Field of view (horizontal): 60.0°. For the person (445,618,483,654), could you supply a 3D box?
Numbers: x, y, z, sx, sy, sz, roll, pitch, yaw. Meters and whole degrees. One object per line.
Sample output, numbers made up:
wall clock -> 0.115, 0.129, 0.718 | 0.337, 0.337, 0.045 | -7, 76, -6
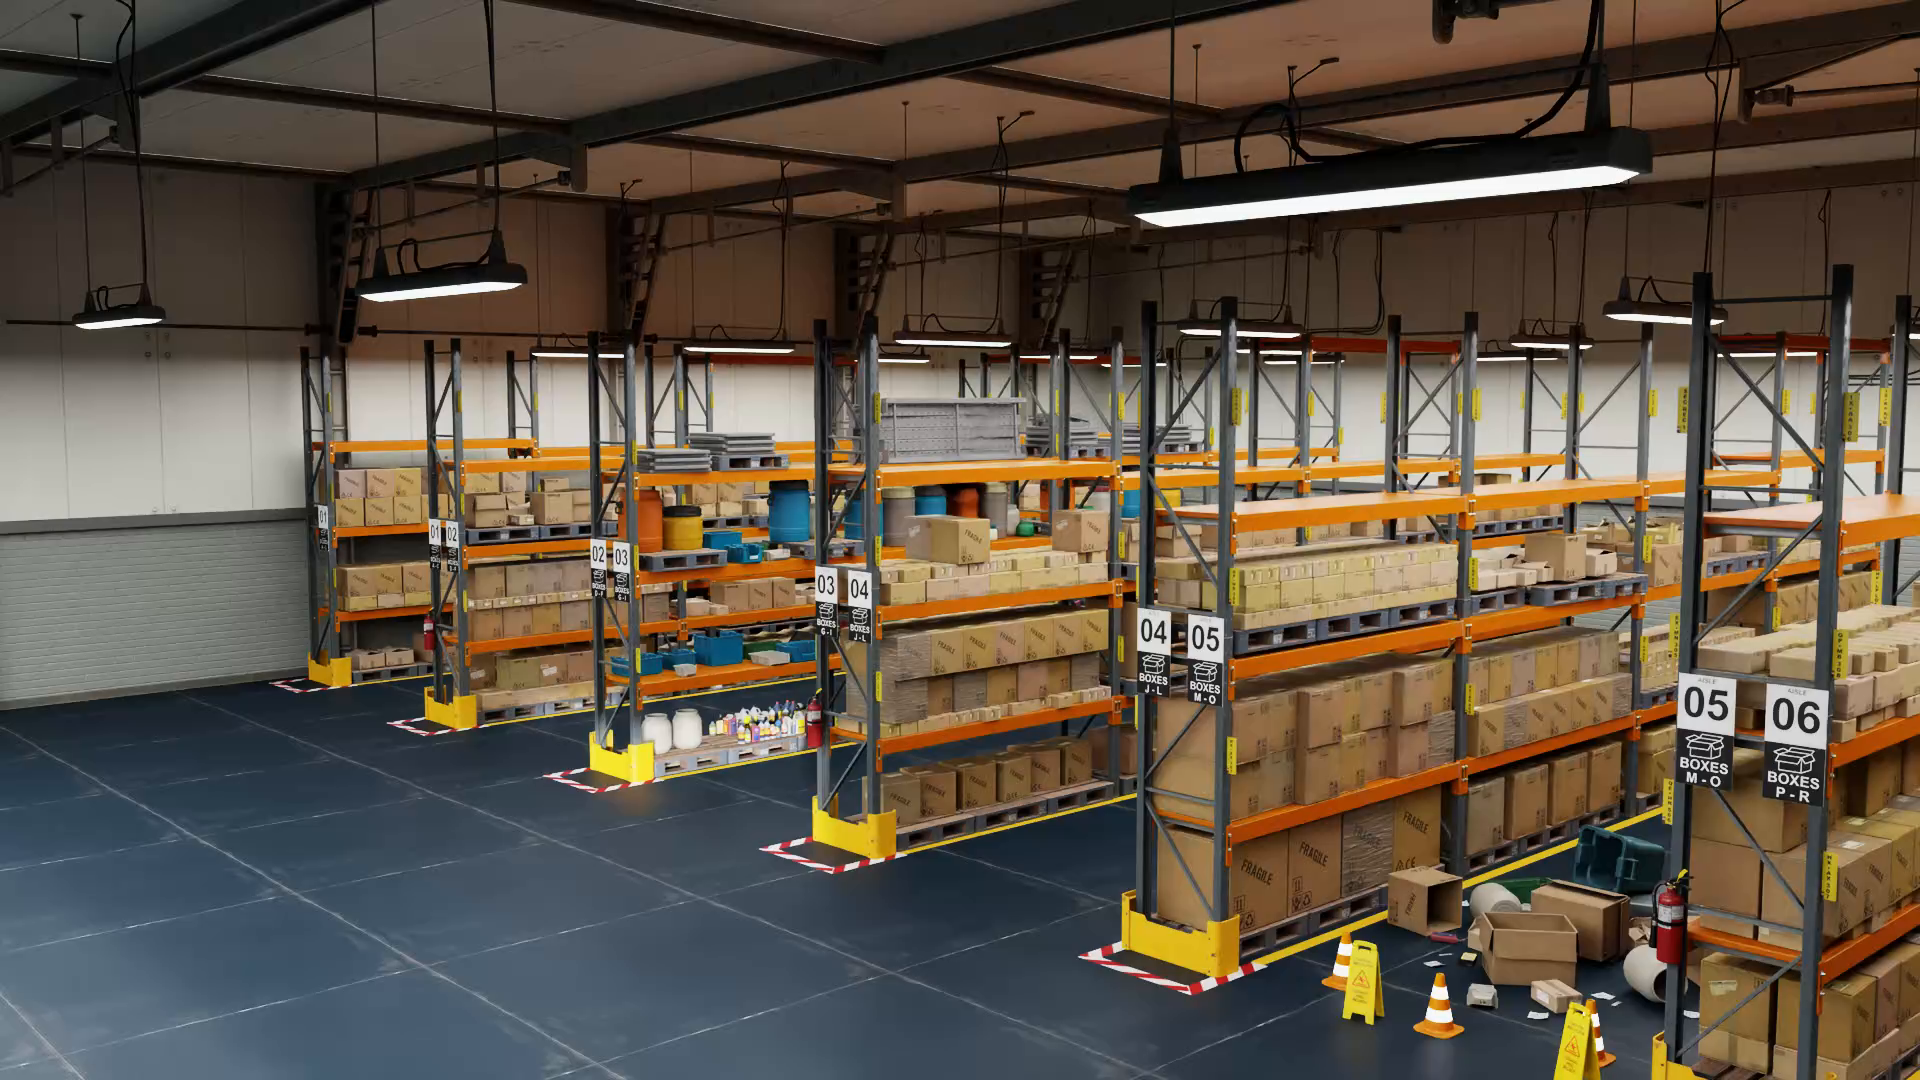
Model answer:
person -> -8.239, 1.848, 27.997 | 0.628, 1.719, 1.011 | 4, 7, 39
